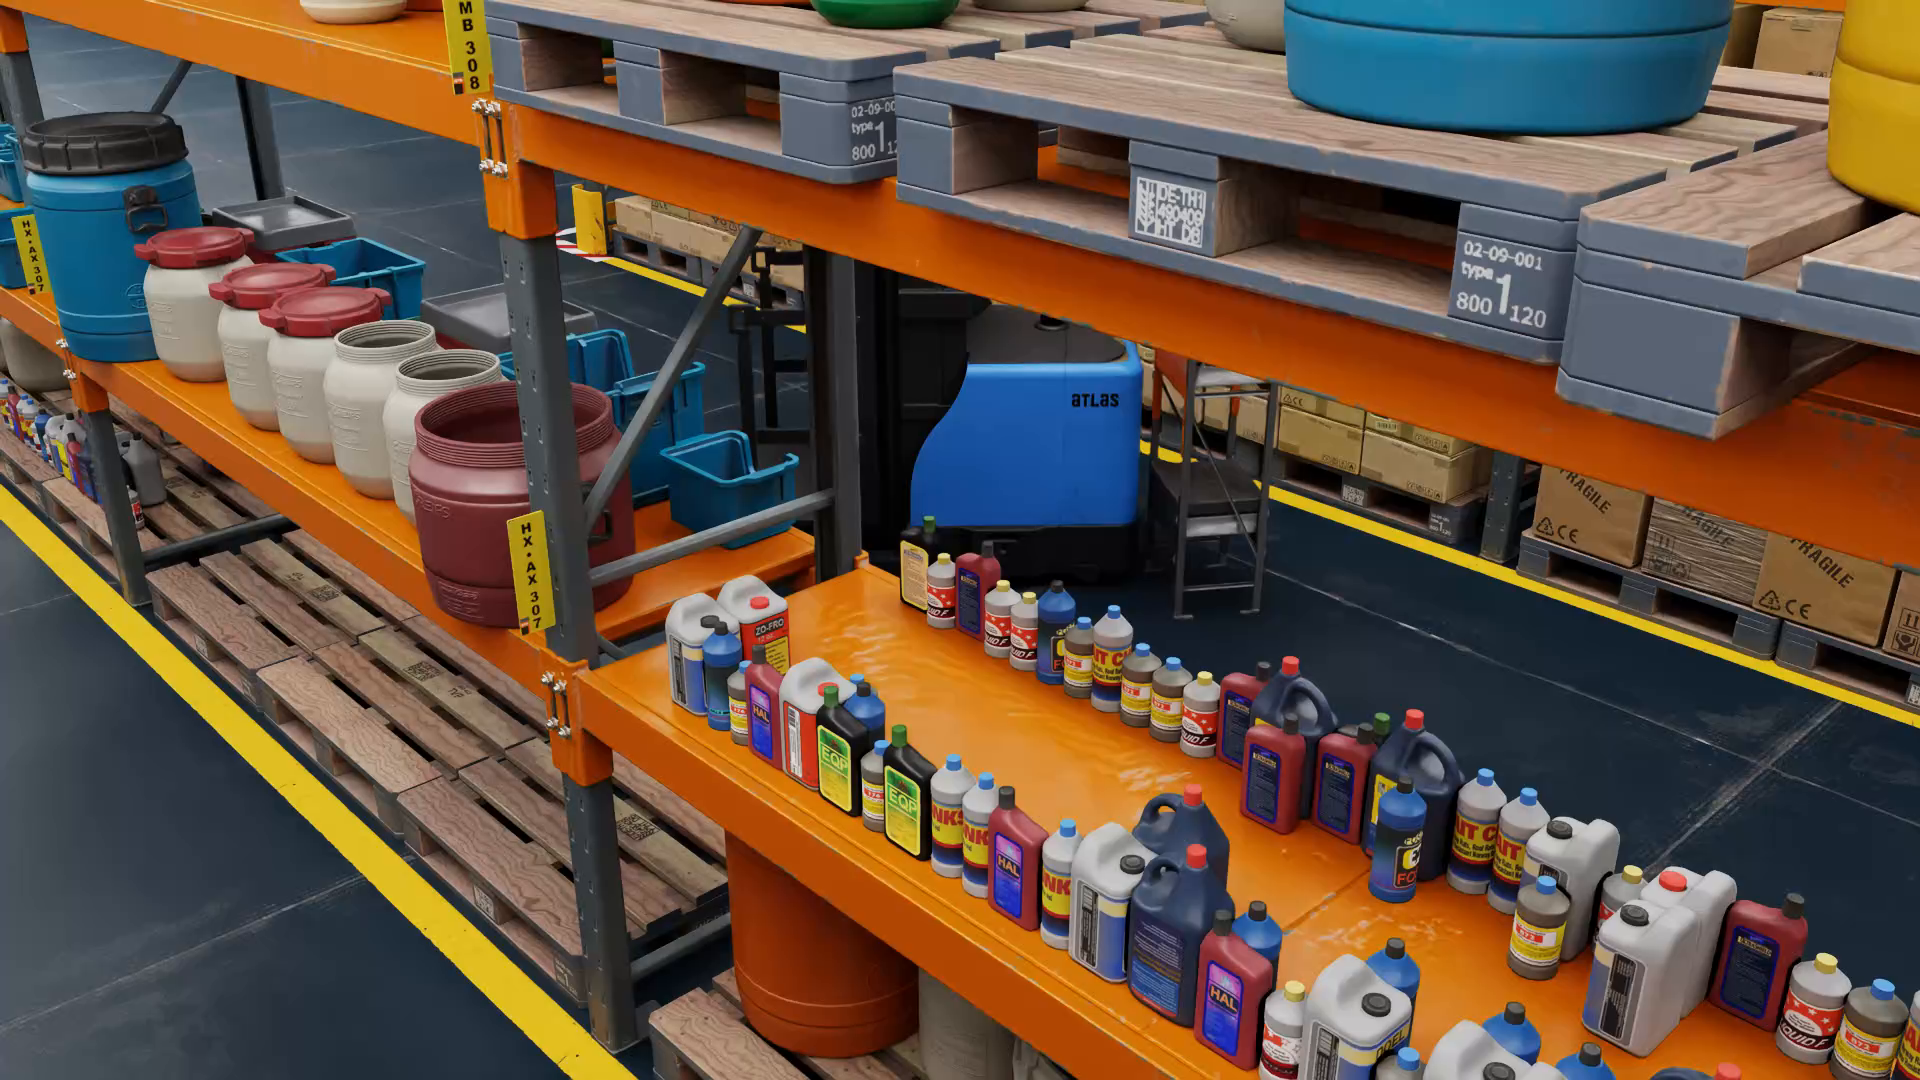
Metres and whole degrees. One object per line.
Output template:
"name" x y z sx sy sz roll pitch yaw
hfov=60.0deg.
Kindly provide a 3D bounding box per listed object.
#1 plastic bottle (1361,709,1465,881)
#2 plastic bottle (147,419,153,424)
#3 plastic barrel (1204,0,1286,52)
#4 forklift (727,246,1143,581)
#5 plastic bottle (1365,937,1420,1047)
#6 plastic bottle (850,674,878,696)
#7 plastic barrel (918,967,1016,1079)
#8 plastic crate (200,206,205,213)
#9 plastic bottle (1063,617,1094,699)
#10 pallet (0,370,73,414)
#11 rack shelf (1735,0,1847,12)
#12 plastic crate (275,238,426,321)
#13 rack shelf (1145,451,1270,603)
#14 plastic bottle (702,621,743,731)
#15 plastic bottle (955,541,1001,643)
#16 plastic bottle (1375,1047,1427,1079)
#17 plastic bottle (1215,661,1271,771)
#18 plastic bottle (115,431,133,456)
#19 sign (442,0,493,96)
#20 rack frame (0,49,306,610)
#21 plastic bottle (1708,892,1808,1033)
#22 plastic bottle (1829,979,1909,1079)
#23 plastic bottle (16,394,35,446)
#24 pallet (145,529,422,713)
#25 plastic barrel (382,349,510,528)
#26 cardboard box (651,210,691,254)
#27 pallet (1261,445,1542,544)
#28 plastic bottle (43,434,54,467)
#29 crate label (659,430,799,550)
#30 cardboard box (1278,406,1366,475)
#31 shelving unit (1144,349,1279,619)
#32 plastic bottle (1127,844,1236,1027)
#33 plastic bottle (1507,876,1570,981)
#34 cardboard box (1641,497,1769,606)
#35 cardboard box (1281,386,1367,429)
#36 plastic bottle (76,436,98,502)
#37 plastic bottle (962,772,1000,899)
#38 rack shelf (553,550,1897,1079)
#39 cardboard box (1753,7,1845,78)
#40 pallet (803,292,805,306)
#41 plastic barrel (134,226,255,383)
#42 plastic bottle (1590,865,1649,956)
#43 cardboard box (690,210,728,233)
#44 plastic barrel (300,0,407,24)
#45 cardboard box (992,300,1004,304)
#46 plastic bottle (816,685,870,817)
"plastic bottle" 0.968 0.529 3.535 0.144 0.351 0.185 -21 32 -38
"plastic bottle" -4.421 -0.749 9.119 0.097 0.201 0.097 0 25 0
"plastic barrel" 0.624 -1.121 2.809 0.433 0.535 0.433 0 25 0
"forklift" -0.688 -1.324 7.620 3.031 2.935 1.130 0 25 -1
"plastic bottle" 0.765 0.830 2.972 0.097 0.271 0.097 0 25 0
"plastic bottle" -0.243 0.415 3.966 0.097 0.201 0.097 0 25 0
"plastic barrel" 0.101 1.232 4.426 0.421 0.512 0.421 0 25 0
"plastic crate" -4.153 -1.604 8.408 0.450 0.188 0.662 -21 32 -38
"plastic bottle" 0.313 0.293 4.233 0.097 0.201 0.097 0 25 0
"pallet" -5.528 -0.895 9.958 1.003 0.211 1.213 -21 32 -38
"rack shelf" 4.288 -1.833 5.907 1.077 0.370 4.000 -21 32 -38
"plastic crate" -2.450 -0.956 6.751 0.392 0.384 0.575 -21 32 -38
"rack shelf" 1.116 -0.066 7.584 0.431 0.518 0.480 -4 25 -9
"plastic bottle" -0.578 0.327 4.075 0.097 0.271 0.097 0 25 0
"plastic bottle" 0.048 0.127 4.498 0.061 0.283 0.133 -21 32 -38
"plastic bottle" 0.746 0.945 2.803 0.097 0.201 0.097 0 25 0
"plastic bottle" 0.672 0.403 3.892 0.061 0.283 0.133 -21 32 -38
"plastic bottle" -4.122 -0.391 8.246 0.152 0.276 0.135 -21 32 -38
"sign" -1.094 -1.156 3.683 0.100 0.325 0.005 -21 32 -38
"rack frame" -3.431 -1.209 7.287 1.000 3.000 0.127 -21 32 -38
"plastic bottle" 1.490 0.766 3.097 0.061 0.283 0.133 -21 32 -38
"plastic bottle" 1.622 0.873 2.961 0.097 0.201 0.097 0 25 0
"plastic bottle" -4.919 -0.639 8.793 0.097 0.271 0.097 0 25 0
"pallet" -2.866 0.286 7.368 1.003 0.211 1.213 -21 32 -38
"plastic barrel" -1.556 -0.299 5.158 0.421 0.512 0.421 0 25 0
"cardboard box" -1.998 -2.389 12.680 0.500 0.250 0.500 -21 32 -38
"pallet" 2.387 -0.393 8.858 1.003 0.211 1.213 -21 32 -38
"plastic bottle" -4.643 -0.484 8.539 0.097 0.201 0.097 0 25 0
"crate label" -0.712 -0.155 5.178 0.303 0.233 0.416 -21 32 -38
"cardboard box" 2.028 -0.587 8.730 0.500 0.250 0.500 -22 32 -39
"shelving unit" 1.116 -0.715 7.288 0.431 2.100 0.503 -4 25 -9
"plastic bottle" 0.417 0.717 3.123 0.144 0.351 0.185 -21 32 -38
"plastic bottle" 1.129 0.747 3.239 0.097 0.201 0.097 0 25 0
"cardboard box" 3.385 -0.088 7.311 0.500 0.500 0.500 22 33 40
"cardboard box" 2.023 -0.841 8.611 0.500 0.311 0.500 -22 32 -39
"plastic bottle" -4.213 -0.376 8.121 0.185 0.351 0.144 22 32 39
"plastic bottle" 0.053 0.607 3.461 0.097 0.271 0.097 0 25 0
"rack shelf" 0.670 0.936 3.452 1.077 0.370 4.000 -21 32 -38
"cardboard box" 5.804 -3.355 11.339 0.500 0.500 0.700 20 31 37
"pallet" -0.326 -1.598 11.498 1.003 0.211 1.213 -21 32 -38
"plastic barrel" -2.937 -0.919 6.487 0.433 0.535 0.433 0 25 0
"plastic bottle" 1.306 0.733 3.268 0.097 0.201 0.097 0 25 0
"cardboard box" -1.649 -2.582 12.200 0.500 0.500 0.500 -21 32 -38
"plastic barrel" -1.737 -1.618 4.736 0.301 0.262 0.301 0 25 0
"cardboard box" 0.288 -1.613 10.302 0.500 0.311 0.500 -21 32 -38
"plastic bottle" -0.263 0.472 3.742 0.061 0.283 0.133 -21 32 -38
